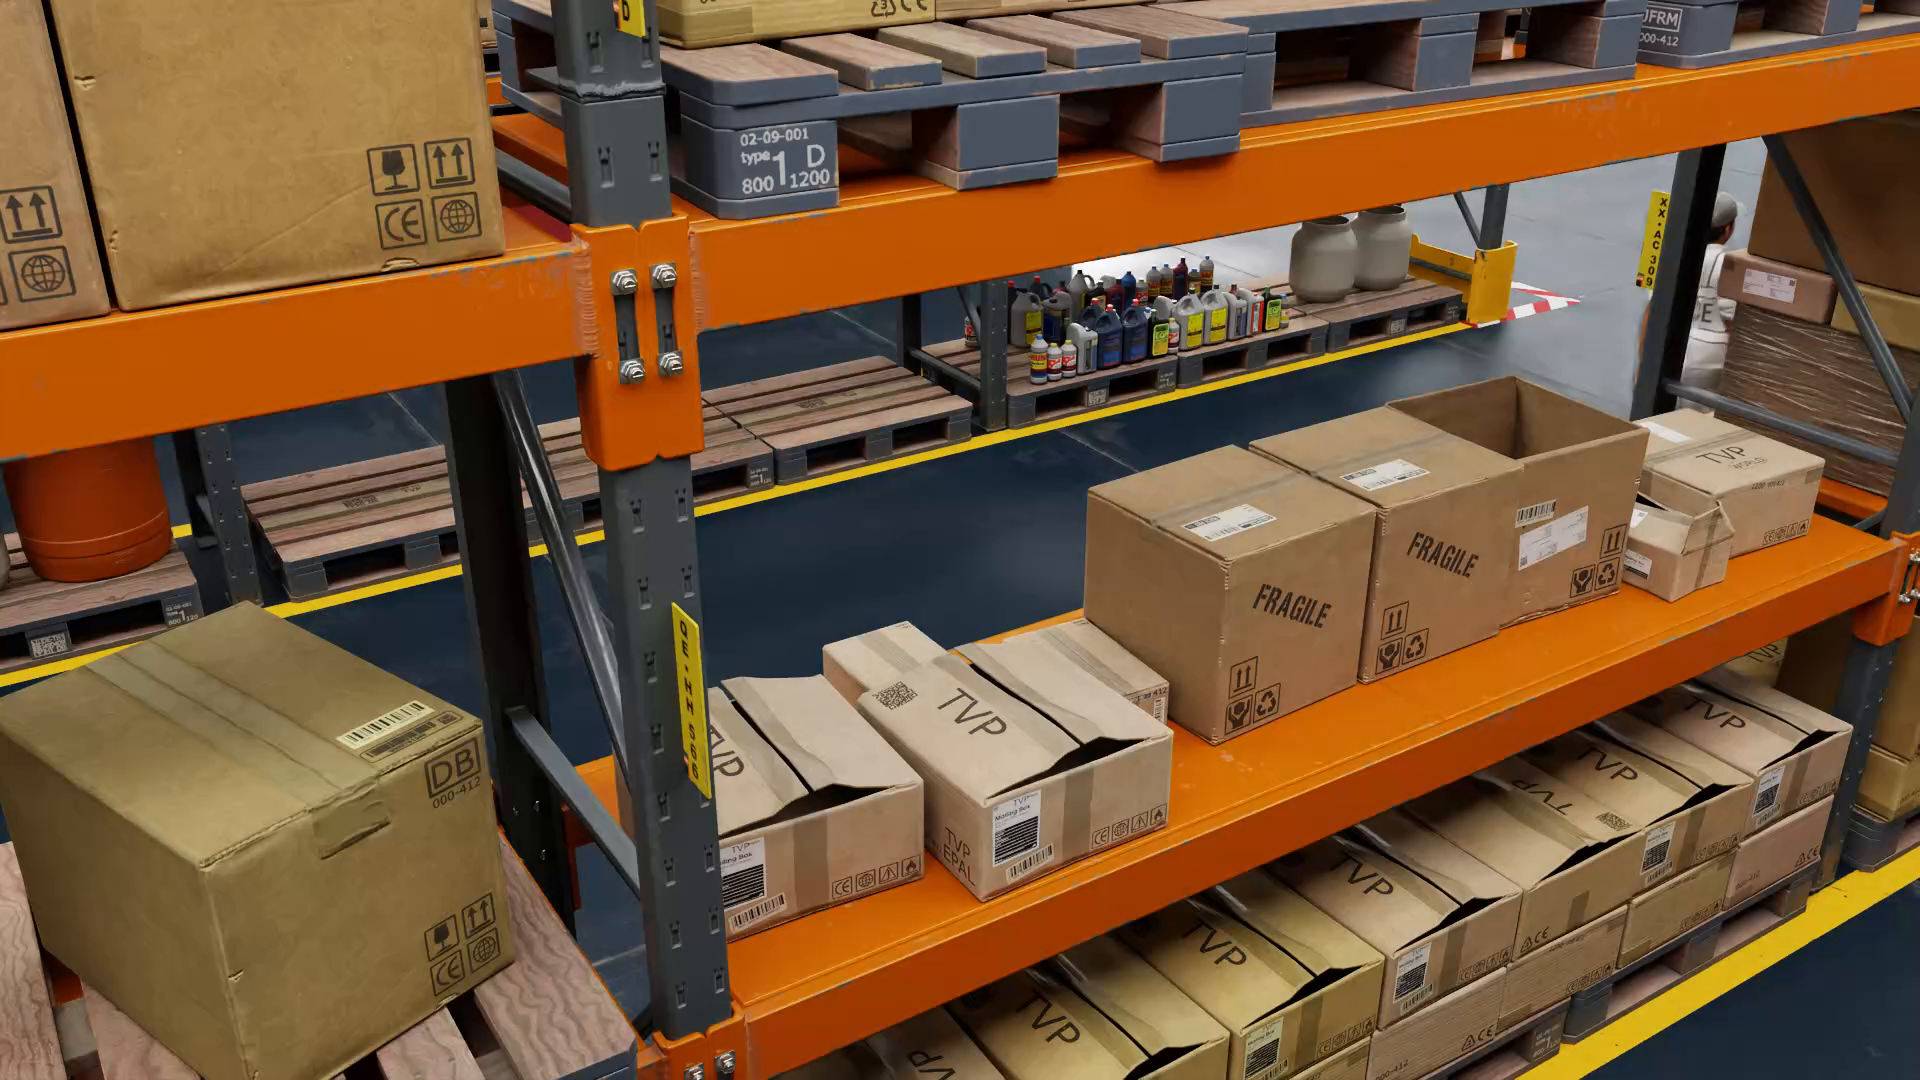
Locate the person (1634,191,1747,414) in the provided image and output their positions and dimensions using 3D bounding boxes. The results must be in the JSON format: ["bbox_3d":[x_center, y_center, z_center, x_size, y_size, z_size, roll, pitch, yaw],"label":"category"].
[{"bbox_3d":[3.469,-0.853,7.890,0.930,1.609,0.484,-12,28,-23],"label":"person"}]
